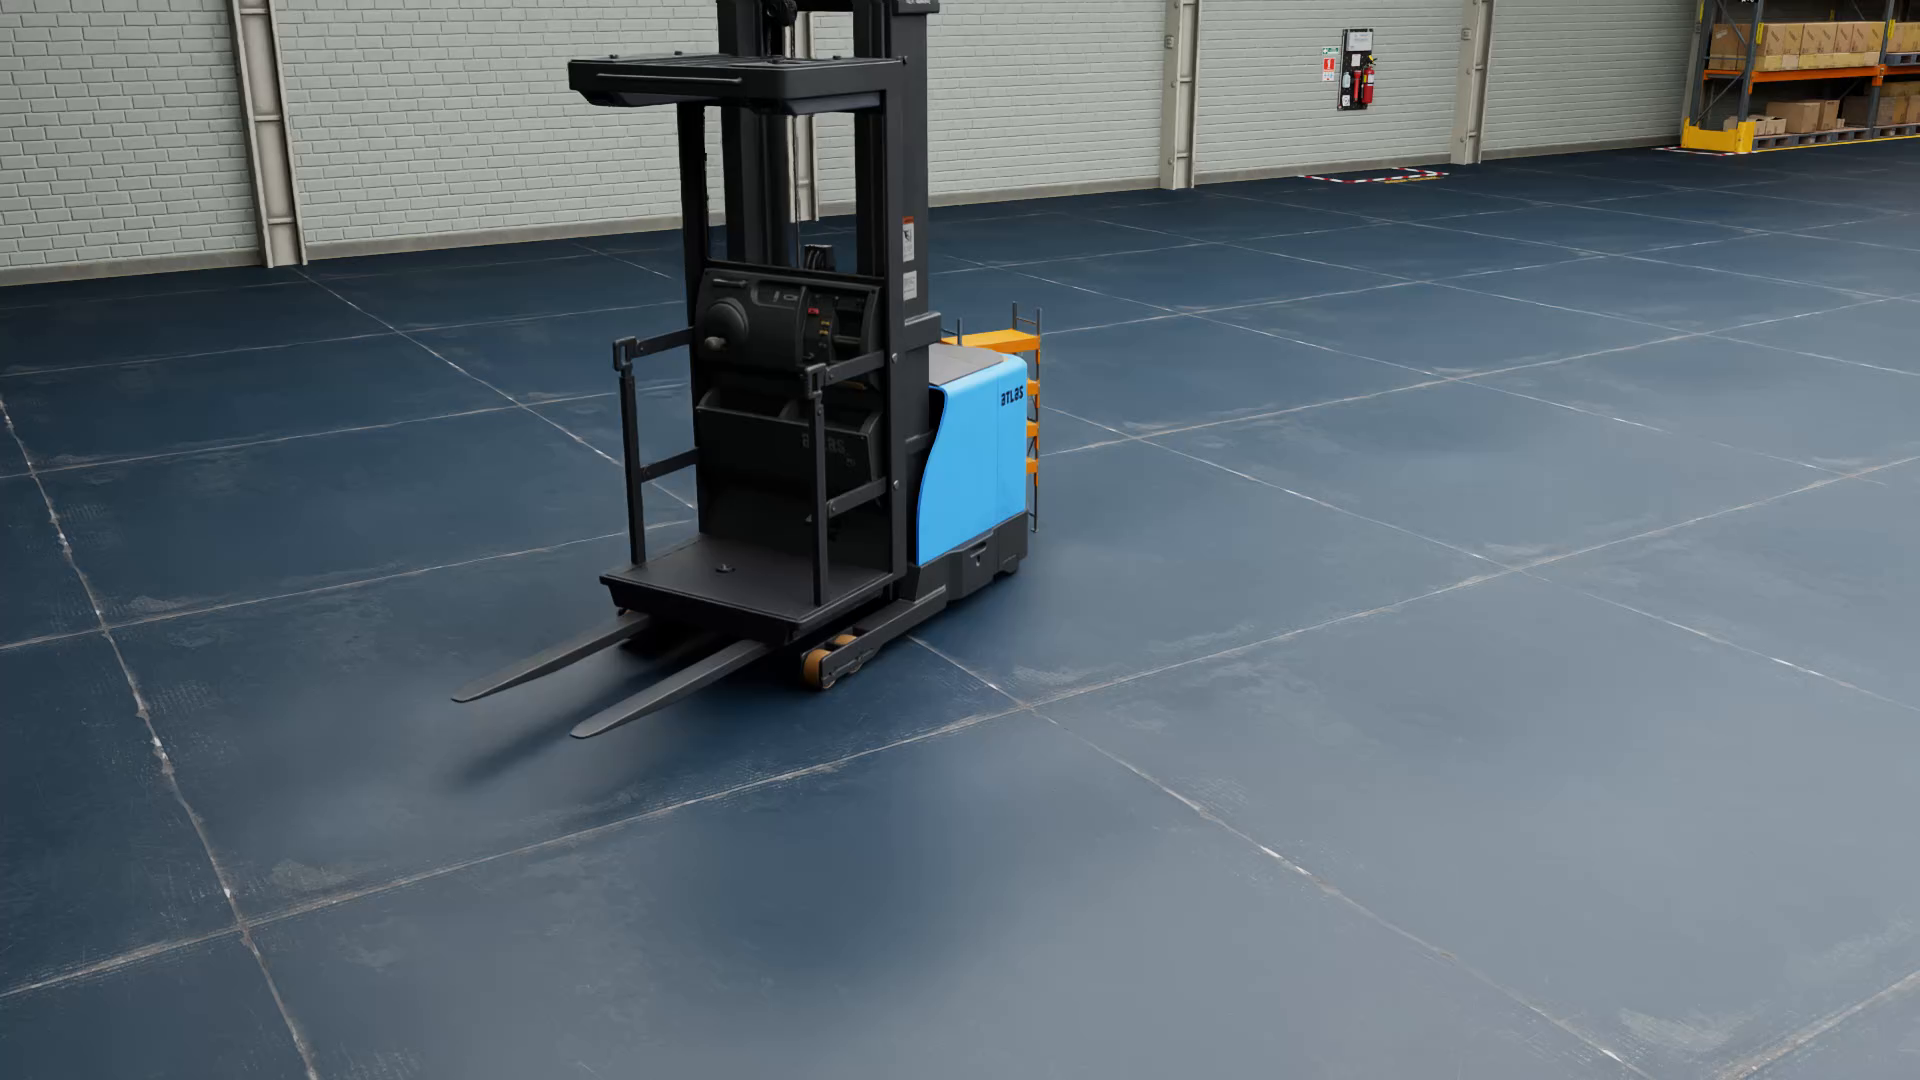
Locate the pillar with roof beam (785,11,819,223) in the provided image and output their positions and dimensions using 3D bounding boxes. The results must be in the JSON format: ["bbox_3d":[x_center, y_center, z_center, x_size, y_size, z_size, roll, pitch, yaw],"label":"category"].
[{"bbox_3d":[0.404,-7.017,15.450,0.400,9.000,9.100,-12,22,-31],"label":"pillar with roof beam"}]

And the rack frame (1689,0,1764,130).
[{"bbox_3d":[12.961,-8.143,28.146,0.127,3.000,1.000,-12,22,-31],"label":"rack frame"}]

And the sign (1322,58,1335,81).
[{"bbox_3d":[5.455,-6.962,24.600,0.234,0.329,0.001,-12,22,-31],"label":"sign"}]

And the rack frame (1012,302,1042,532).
[{"bbox_3d":[0.346,-0.643,8.773,0.015,1.200,0.240,-12,22,-31],"label":"rack frame"}]

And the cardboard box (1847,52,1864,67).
[{"bbox_3d":[15.652,-8.535,29.511,0.500,0.250,0.500,-12,22,-31],"label":"cardboard box"}]

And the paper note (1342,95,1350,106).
[{"bbox_3d":[5.788,-6.585,24.915,0.142,0.148,0.016,-12,22,-31],"label":"paper note"}]

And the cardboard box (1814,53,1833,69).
[{"bbox_3d":[14.821,-8.354,28.974,0.500,0.250,0.500,-12,22,-31],"label":"cardboard box"}]

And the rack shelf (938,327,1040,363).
[{"bbox_3d":[0.142,-0.972,8.520,0.480,0.148,0.258,-12,22,-31],"label":"rack shelf"}]

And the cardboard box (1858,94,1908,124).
[{"bbox_3d":[17.311,-8.110,31.266,0.500,0.500,0.700,-12,22,-32],"label":"cardboard box"}]

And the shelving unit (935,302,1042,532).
[{"bbox_3d":[0.142,-0.600,8.646,0.503,1.200,0.258,-12,22,-31],"label":"shelving unit"}]

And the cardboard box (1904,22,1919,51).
[{"bbox_3d":[17.749,-9.404,31.035,0.500,0.500,0.700,-9,21,-24],"label":"cardboard box"}]

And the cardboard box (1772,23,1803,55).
[{"bbox_3d":[13.943,-8.524,28.307,0.500,0.500,0.500,-12,22,-31],"label":"cardboard box"}]

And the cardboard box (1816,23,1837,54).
[{"bbox_3d":[14.803,-8.708,28.850,0.500,0.500,0.500,-11,22,-30],"label":"cardboard box"}]

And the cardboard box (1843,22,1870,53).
[{"bbox_3d":[15.663,-8.885,29.375,0.500,0.500,0.500,-12,22,-32],"label":"cardboard box"}]

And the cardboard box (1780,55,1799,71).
[{"bbox_3d":[13.969,-8.177,28.452,0.500,0.250,0.500,-13,22,-33],"label":"cardboard box"}]

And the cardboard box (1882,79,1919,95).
[{"bbox_3d":[17.705,-8.532,31.343,0.500,0.250,0.500,-13,22,-33],"label":"cardboard box"}]

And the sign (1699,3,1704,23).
[{"bbox_3d":[12.672,-8.993,28.360,0.005,0.325,0.100,-12,22,-31],"label":"sign"}]

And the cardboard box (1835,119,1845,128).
[{"bbox_3d":[15.871,-7.611,30.311,0.250,0.166,0.380,-16,24,-38],"label":"cardboard box"}]

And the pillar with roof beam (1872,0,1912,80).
[{"bbox_3d":[20.448,-11.245,27.955,0.400,9.000,9.100,-12,22,-31],"label":"pillar with roof beam"}]

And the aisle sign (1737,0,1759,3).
[{"bbox_3d":[13.066,-9.281,27.455,0.004,0.787,0.394,-12,22,-31],"label":"aisle sign"}]

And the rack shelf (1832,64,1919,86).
[{"bbox_3d":[17.972,-8.859,31.388,4.000,0.370,1.077,-12,22,-31],"label":"rack shelf"}]

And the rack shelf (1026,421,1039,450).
[{"bbox_3d":[0.142,-0.536,8.667,0.480,0.148,0.258,-12,22,-31],"label":"rack shelf"}]

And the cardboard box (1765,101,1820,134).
[{"bbox_3d":[14.704,-7.481,29.405,0.500,0.500,0.700,-14,23,-35],"label":"cardboard box"}]

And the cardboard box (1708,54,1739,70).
[{"bbox_3d":[13.244,-8.215,28.564,0.500,0.250,0.500,-12,22,-31],"label":"cardboard box"}]

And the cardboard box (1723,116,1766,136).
[{"bbox_3d":[13.588,-7.175,28.796,0.500,0.311,0.500,-15,24,-37],"label":"cardboard box"}]

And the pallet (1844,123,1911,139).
[{"bbox_3d":[16.951,-7.664,31.084,1.213,0.211,1.003,-12,22,-31],"label":"pallet"}]

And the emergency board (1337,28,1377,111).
[{"bbox_3d":[5.974,-7.015,24.812,0.643,1.169,0.194,-12,22,-31],"label":"emergency board"}]

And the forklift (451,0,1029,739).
[{"bbox_3d":[-0.855,-0.938,6.942,1.130,2.935,3.031,11,22,29],"label":"forklift"}]

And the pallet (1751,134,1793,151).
[{"bbox_3d":[13.722,-6.969,29.028,1.213,0.211,1.003,-12,22,-31],"label":"pallet"}]

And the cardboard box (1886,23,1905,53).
[{"bbox_3d":[16.745,-9.183,30.382,0.500,0.500,0.700,-12,22,-31],"label":"cardboard box"}]

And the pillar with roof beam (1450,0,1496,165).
[{"bbox_3d":[10.426,-9.131,21.702,0.400,9.000,9.100,-12,22,-31],"label":"pillar with roof beam"}]

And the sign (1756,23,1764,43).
[{"bbox_3d":[13.259,-8.408,27.578,0.005,0.325,0.100,-12,22,-31],"label":"sign"}]

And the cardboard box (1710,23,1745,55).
[{"bbox_3d":[13.237,-8.576,28.461,0.500,0.500,0.500,-12,22,-32],"label":"cardboard box"}]
